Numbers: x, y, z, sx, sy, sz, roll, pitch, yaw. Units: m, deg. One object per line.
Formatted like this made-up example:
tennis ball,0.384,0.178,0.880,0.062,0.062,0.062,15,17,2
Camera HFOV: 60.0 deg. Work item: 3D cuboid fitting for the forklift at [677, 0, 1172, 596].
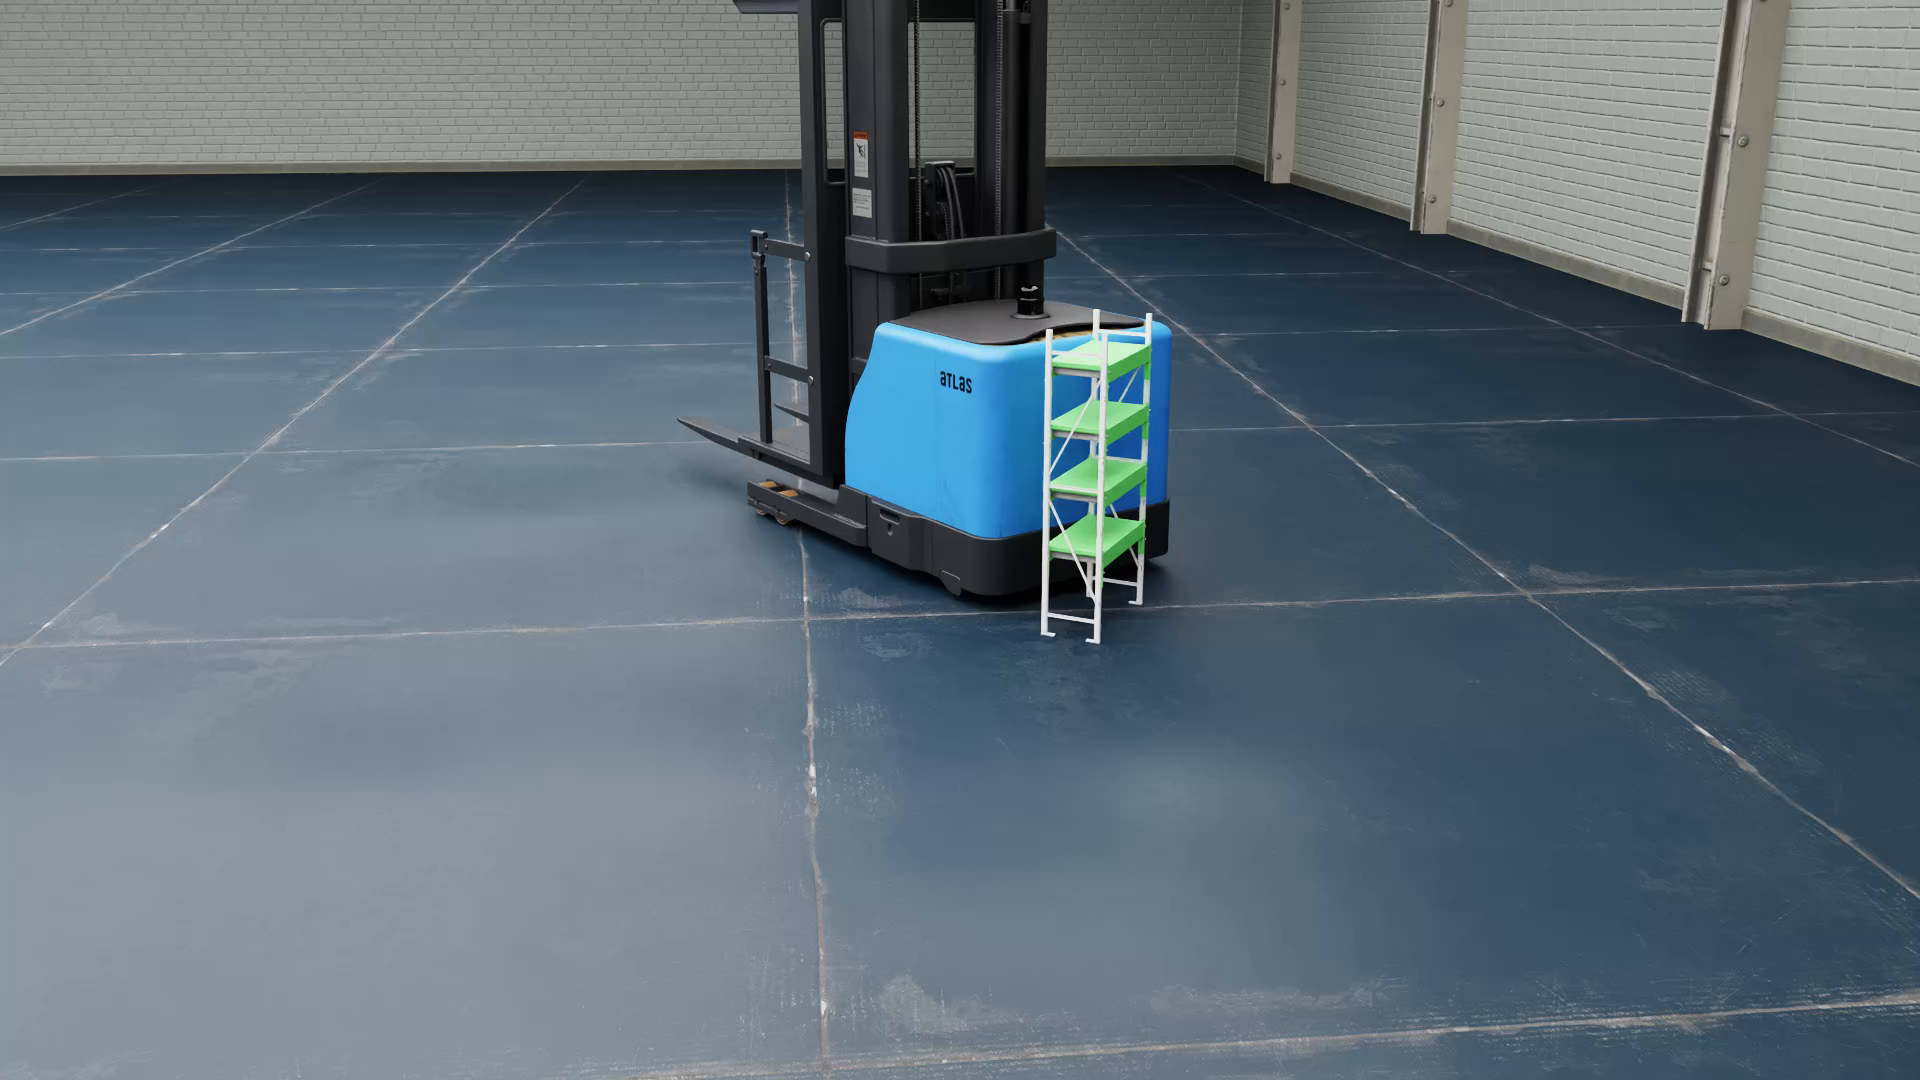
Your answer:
forklift,-0.372,-1.548,7.715,1.130,2.935,3.031,-13,21,-35

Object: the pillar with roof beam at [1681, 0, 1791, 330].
pillar with roof beam,1.629,-5.851,11.290,9.100,9.000,0.400,-2,18,-6

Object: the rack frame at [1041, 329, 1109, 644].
rack frame,0.430,-0.190,6.281,0.240,1.200,0.015,8,19,24

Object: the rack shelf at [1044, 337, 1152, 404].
rack shelf,0.534,-0.654,6.366,0.258,0.148,0.480,8,19,24

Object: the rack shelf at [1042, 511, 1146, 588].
rack shelf,0.534,0.033,6.582,0.258,0.148,0.480,8,19,24

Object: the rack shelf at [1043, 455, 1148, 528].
rack shelf,0.534,-0.196,6.510,0.258,0.148,0.480,8,19,24

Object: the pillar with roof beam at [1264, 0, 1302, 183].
pillar with roof beam,0.392,-9.426,22.678,9.100,9.000,0.400,-2,18,-6

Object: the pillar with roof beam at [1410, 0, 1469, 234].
pillar with roof beam,1.011,-7.639,16.984,9.100,9.000,0.400,-2,18,-6

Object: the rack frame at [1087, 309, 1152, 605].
rack frame,0.639,-0.323,6.701,0.240,1.200,0.015,8,19,24

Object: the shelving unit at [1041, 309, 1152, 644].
shelving unit,0.534,-0.257,6.491,0.258,1.200,0.503,8,19,24

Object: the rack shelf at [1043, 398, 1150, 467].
rack shelf,0.534,-0.425,6.438,0.258,0.148,0.480,8,19,24
